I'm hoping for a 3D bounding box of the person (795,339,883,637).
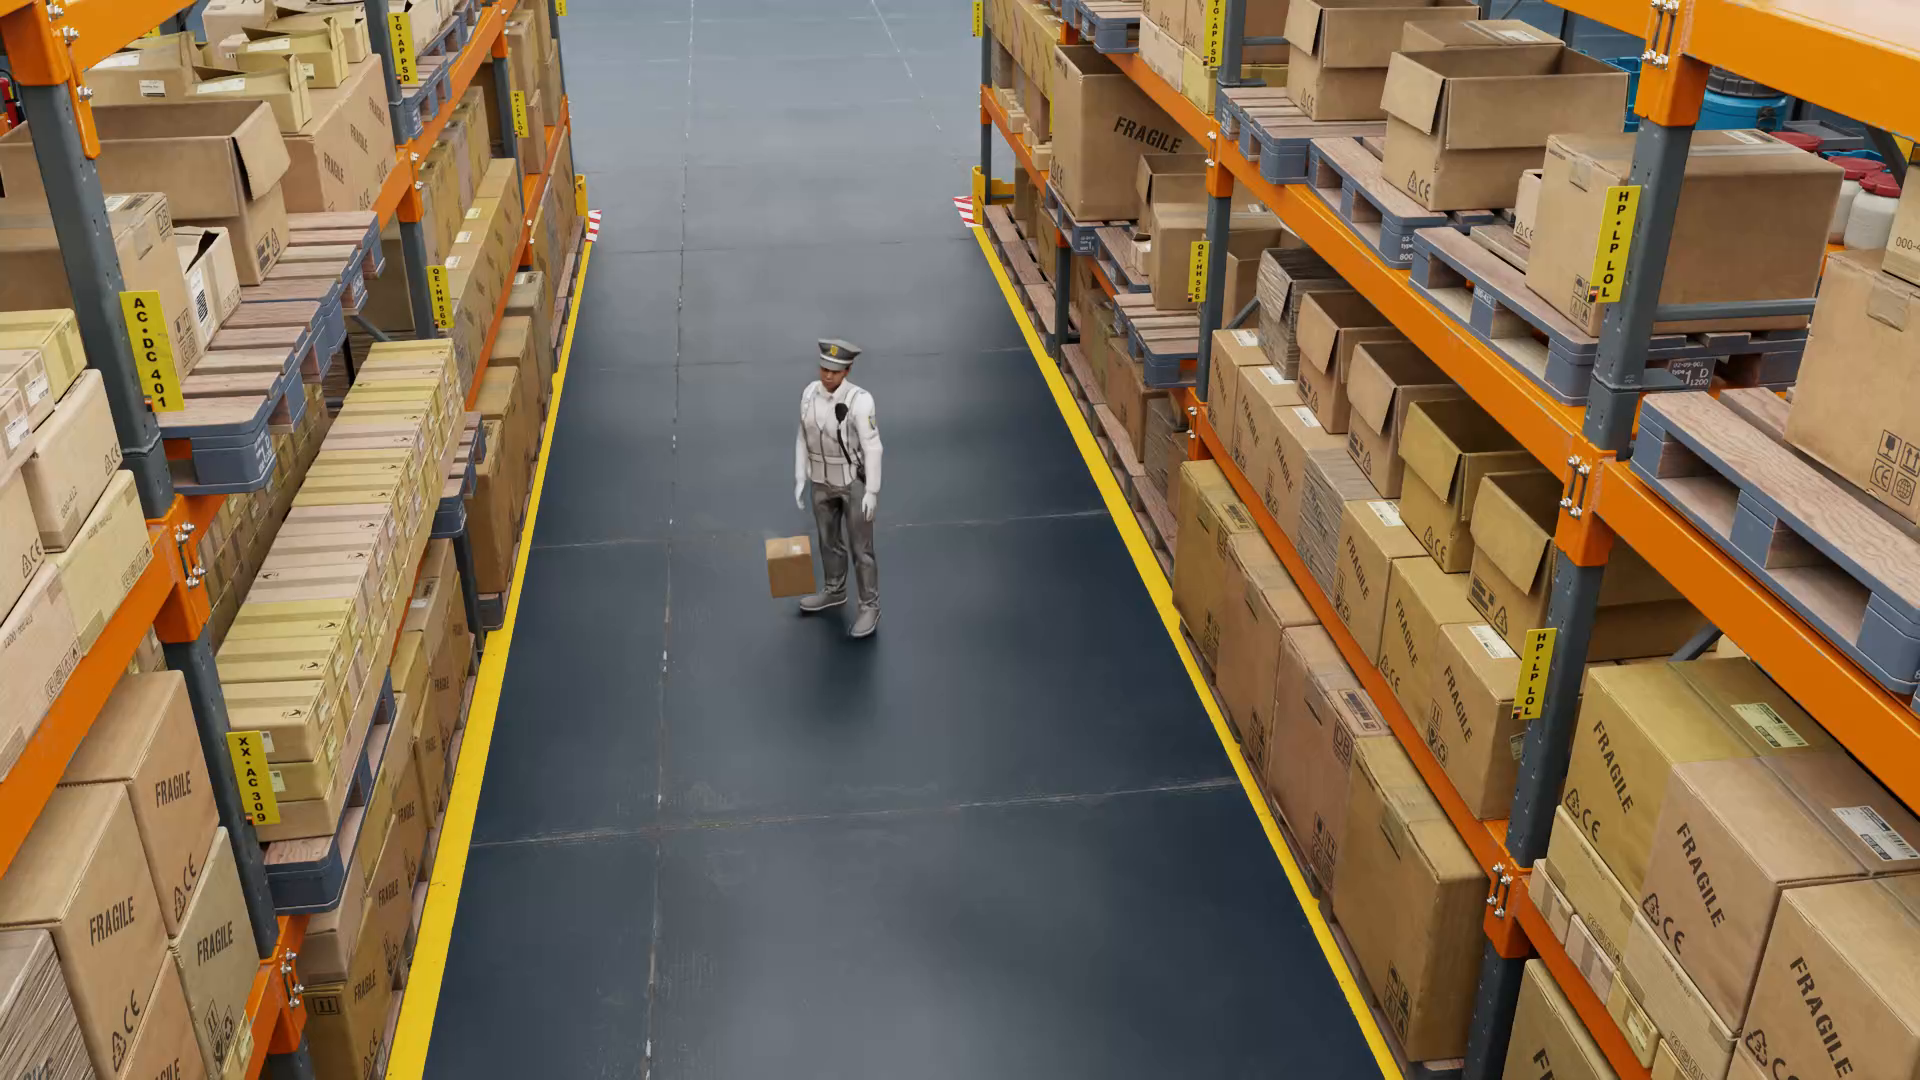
[{"bbox_3d":[-0.672,-0.304,9.135,0.583,1.690,0.355,15,31,27],"label":"person"}]
